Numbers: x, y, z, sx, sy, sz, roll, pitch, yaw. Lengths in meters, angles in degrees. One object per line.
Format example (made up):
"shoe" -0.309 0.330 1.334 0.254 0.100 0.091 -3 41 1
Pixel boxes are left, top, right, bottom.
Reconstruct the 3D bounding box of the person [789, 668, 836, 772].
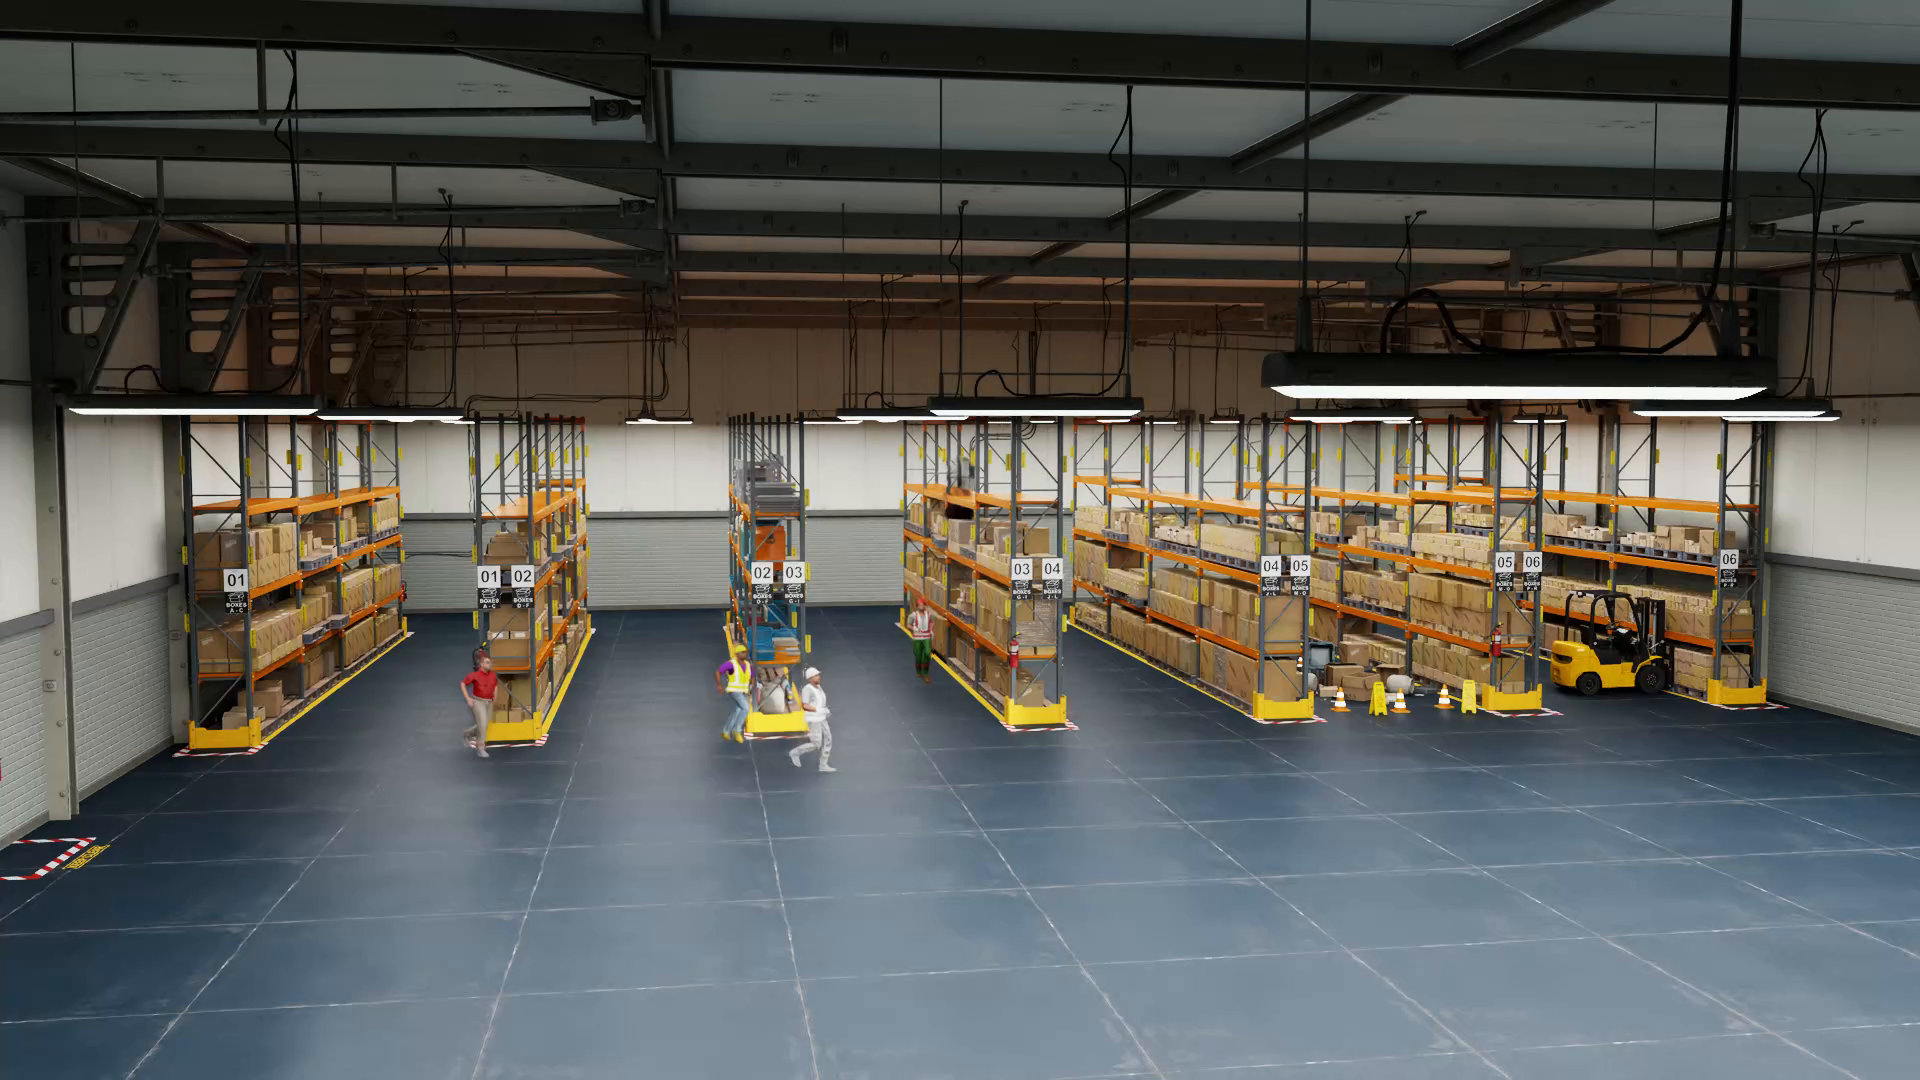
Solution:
"person" -2.425 2.980 27.526 0.789 1.746 0.692 1 4 15

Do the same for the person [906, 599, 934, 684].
"person" -0.846 2.194 36.170 0.635 1.823 0.740 -1 4 -8

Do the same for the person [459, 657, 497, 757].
"person" -8.418 2.918 29.207 0.831 1.725 0.713 2 5 32

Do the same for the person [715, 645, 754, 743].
"person" -4.014 2.786 30.287 0.685 1.709 0.713 3 5 36

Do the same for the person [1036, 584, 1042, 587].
"person" 2.193 1.690 47.297 0.601 1.738 0.762 0 4 -1
